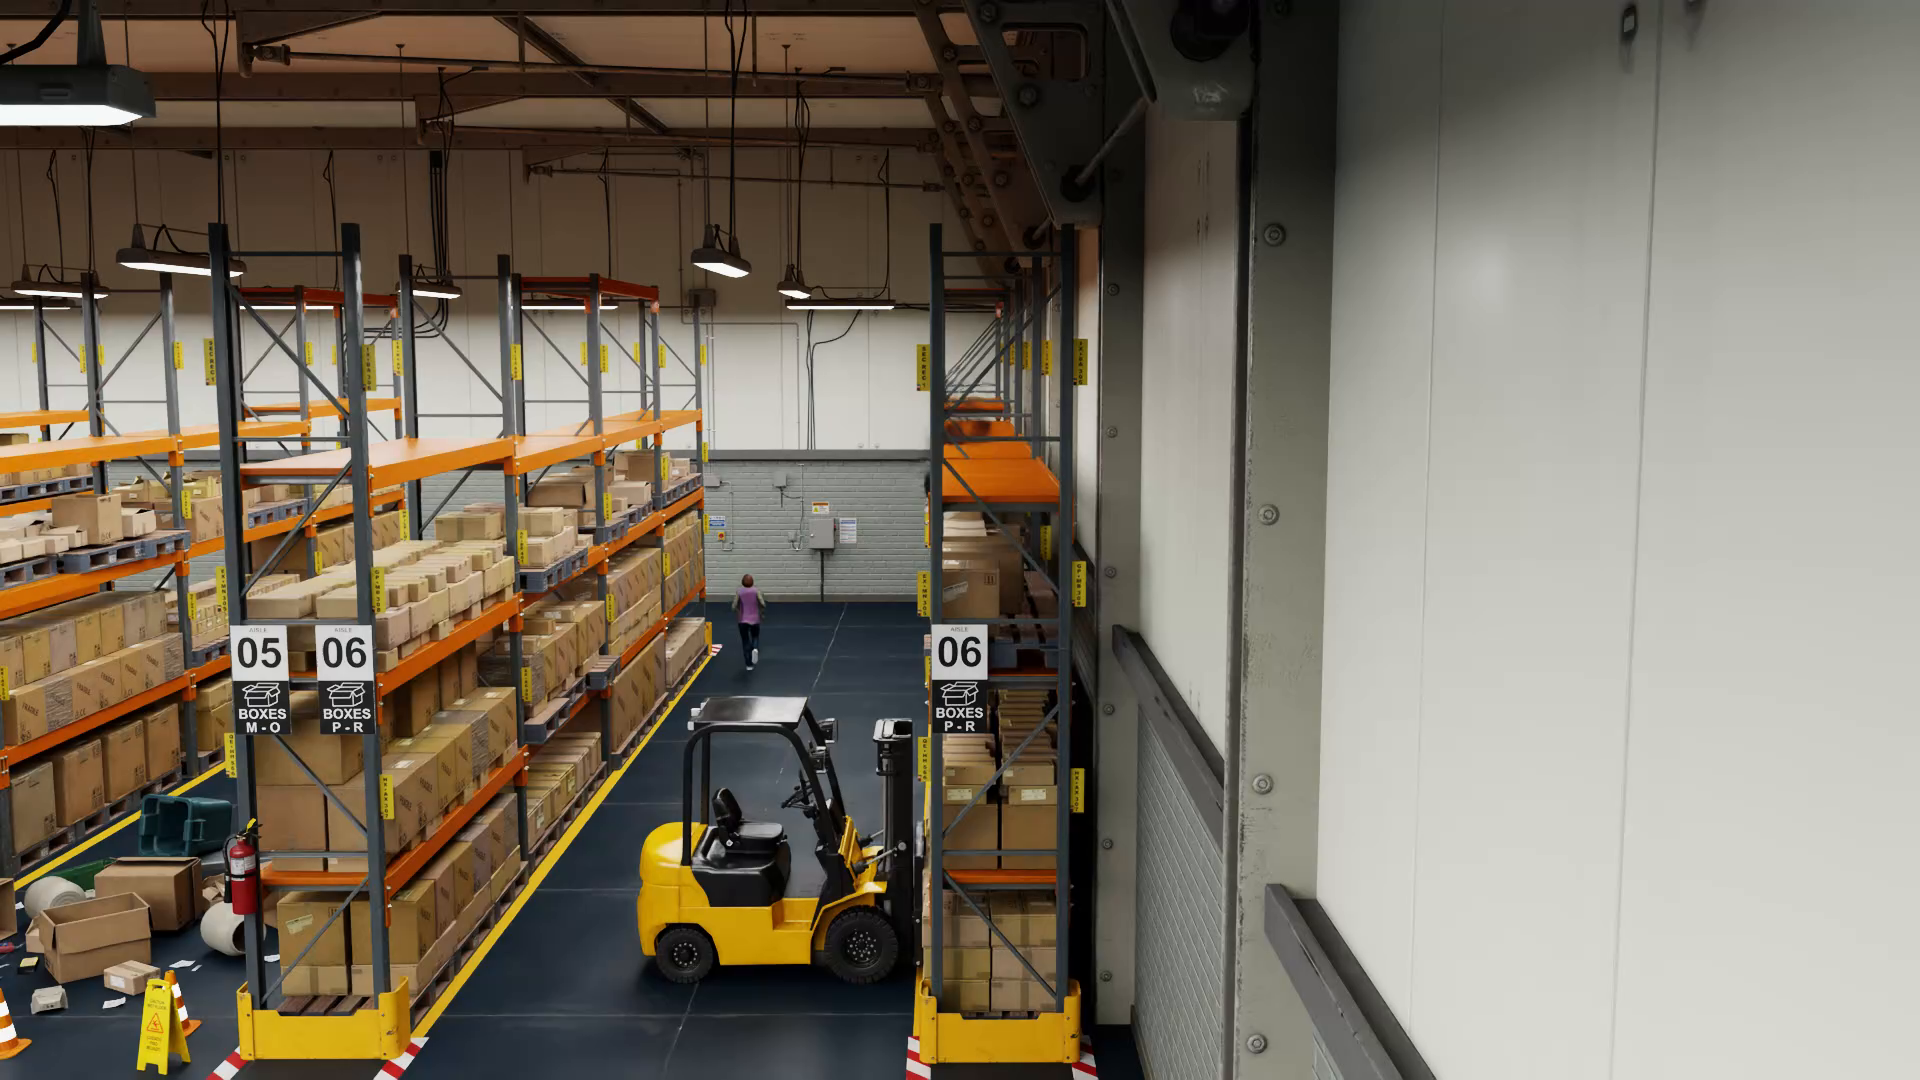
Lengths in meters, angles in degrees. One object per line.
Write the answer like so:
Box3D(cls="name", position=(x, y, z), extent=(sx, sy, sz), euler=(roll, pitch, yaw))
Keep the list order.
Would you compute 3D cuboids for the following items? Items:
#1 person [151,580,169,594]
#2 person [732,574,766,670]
Box3D(cls="person", position=(-11.549, 1.476, 24.201), extent=(0.675, 1.816, 0.737), euler=(0, 7, 3))
Box3D(cls="person", position=(-3.364, 1.304, 26.555), extent=(0.547, 1.552, 0.547), euler=(-1, 7, -6))
